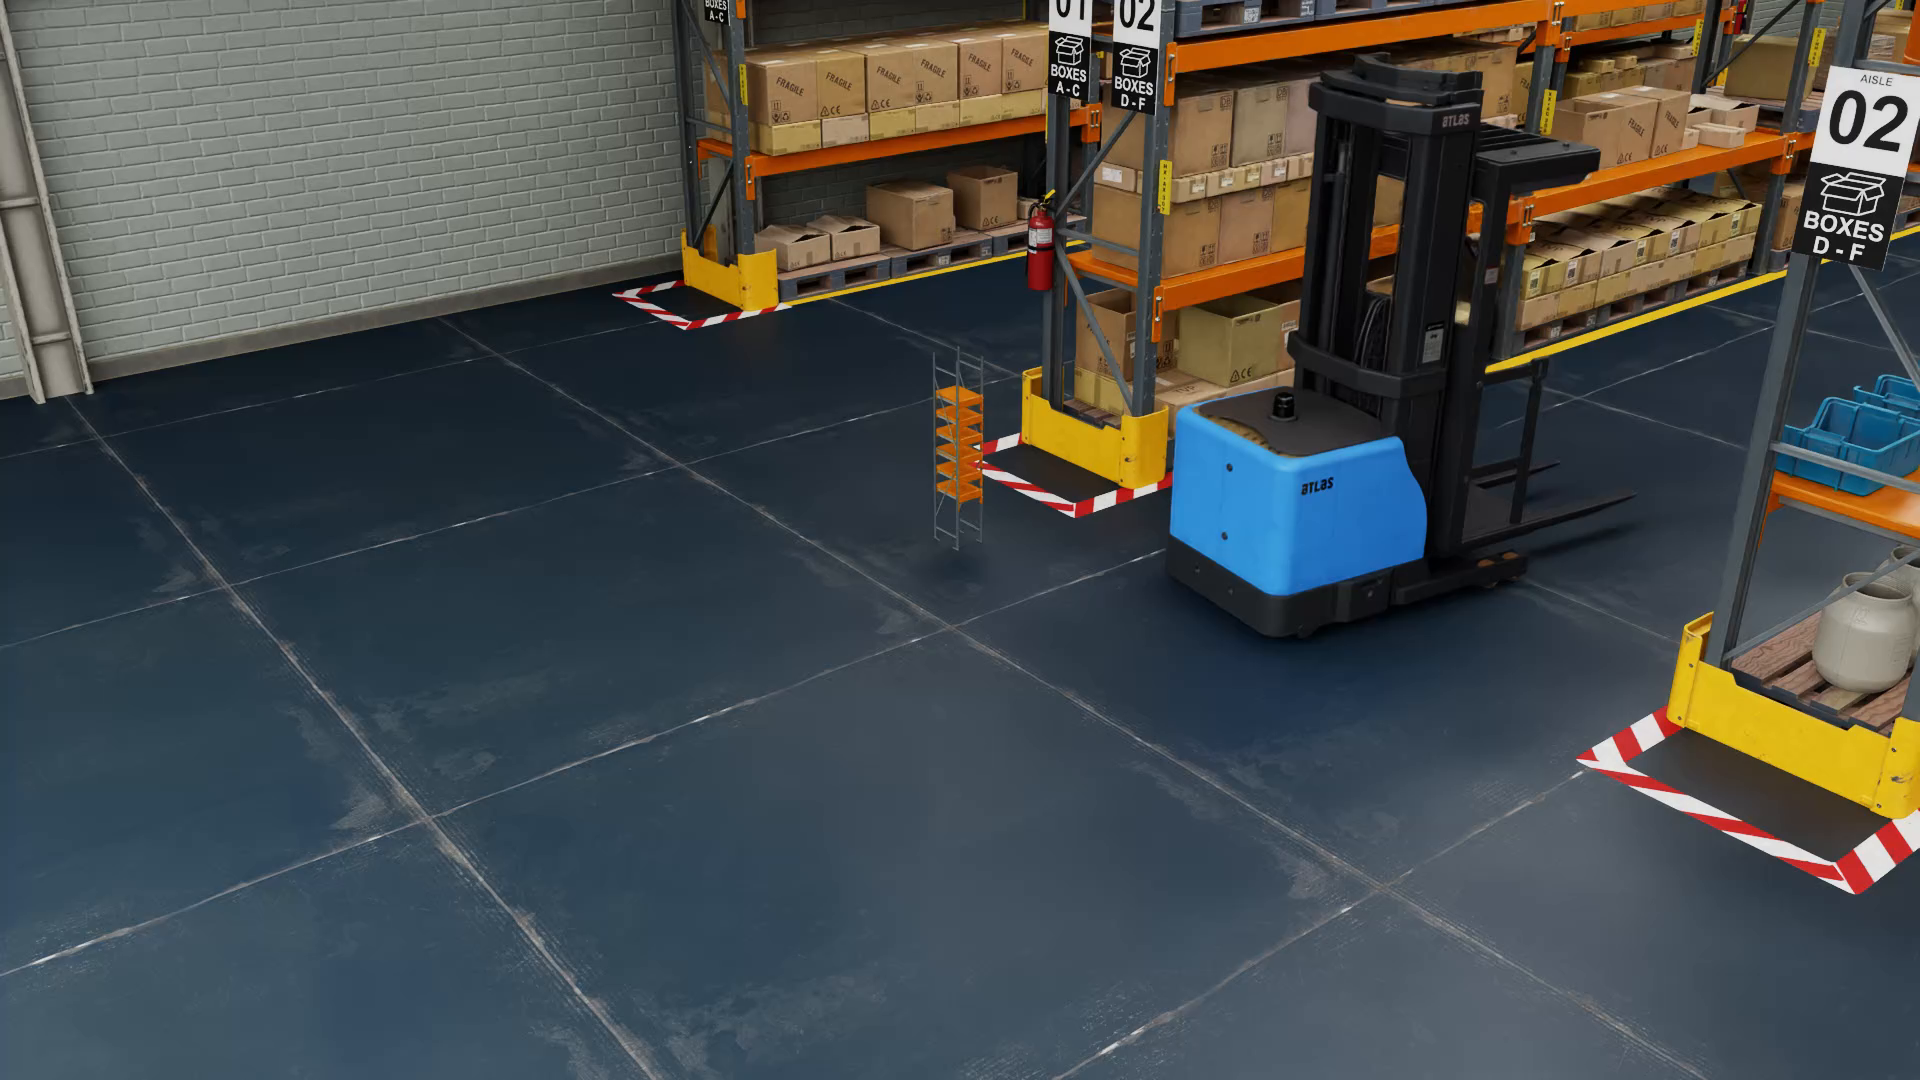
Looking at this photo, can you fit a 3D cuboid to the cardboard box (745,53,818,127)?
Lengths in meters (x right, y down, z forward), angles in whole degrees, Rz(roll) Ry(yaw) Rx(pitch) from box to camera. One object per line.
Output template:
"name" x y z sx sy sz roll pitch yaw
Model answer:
"cardboard box" -1.575 -3.875 14.301 0.500 0.500 0.500 -18 31 -34

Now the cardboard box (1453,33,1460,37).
"cardboard box" 5.509 -6.140 19.421 0.500 0.500 0.500 -18 31 -34

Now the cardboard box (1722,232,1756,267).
"cardboard box" 6.956 -2.734 15.344 0.500 0.250 0.500 -17 30 -33

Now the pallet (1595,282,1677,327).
"pallet" 5.588 -2.227 14.798 1.213 0.211 1.003 -18 31 -34

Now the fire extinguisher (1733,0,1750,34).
"fire extinguisher" 10.858 -7.408 23.184 0.183 0.674 0.296 -18 31 -34

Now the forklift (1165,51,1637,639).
"forklift" 2.735 -1.229 9.415 3.031 2.935 1.130 -13 28 -26

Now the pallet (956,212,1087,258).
"pallet" 0.505 -3.158 16.803 1.213 0.211 1.003 -18 31 -34

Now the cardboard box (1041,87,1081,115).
"cardboard box" 0.826 -4.326 16.163 0.500 0.250 0.500 -18 30 -34

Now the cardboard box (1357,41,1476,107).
"cardboard box" 3.330 -3.354 12.253 0.500 0.500 0.700 -18 31 -34

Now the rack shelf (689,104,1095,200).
"rack shelf" -0.562 -3.763 15.650 4.000 0.370 1.077 -18 31 -34

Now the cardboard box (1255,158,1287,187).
"cardboard box" 1.969 -2.499 11.181 0.250 0.149 0.380 -19 31 -35

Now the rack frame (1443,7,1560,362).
"rack frame" 4.072 -2.969 13.084 0.127 3.000 1.000 -18 31 -34

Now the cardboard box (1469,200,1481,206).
"cardboard box" 3.726 -2.897 12.810 0.500 0.500 0.700 -19 31 -35

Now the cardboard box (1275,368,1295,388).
"cardboard box" 2.268 -1.199 12.039 0.500 0.250 0.500 -18 31 -34

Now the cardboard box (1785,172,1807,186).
"cardboard box" 8.162 -3.235 16.104 0.500 0.500 0.500 -20 31 -36

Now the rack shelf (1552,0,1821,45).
"rack shelf" 5.646 -4.523 13.723 4.000 0.370 1.077 -18 31 -34

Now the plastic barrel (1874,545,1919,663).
"plastic barrel" 4.843 0.324 8.446 0.421 0.512 0.421 0 25 0

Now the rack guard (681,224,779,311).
"rack guard" -2.076 -2.456 14.947 0.348 0.500 1.175 -18 31 -34

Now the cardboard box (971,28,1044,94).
"cardboard box" 0.442 -4.533 15.718 0.500 0.500 0.500 -18 31 -34

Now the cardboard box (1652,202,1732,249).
"cardboard box" 6.554 -2.851 14.931 0.500 0.311 0.500 -19 31 -35

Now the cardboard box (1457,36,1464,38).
"cardboard box" 5.762 -5.954 19.790 0.250 0.149 0.380 -18 30 -34

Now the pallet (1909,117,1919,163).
"pallet" 4.689 -1.745 7.109 1.213 0.211 1.003 -18 31 -34

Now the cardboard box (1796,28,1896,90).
"cardboard box" 8.483 -4.619 16.022 0.500 0.500 0.700 -12 28 -24

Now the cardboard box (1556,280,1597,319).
"cardboard box" 4.945 -2.067 13.908 0.500 0.250 0.500 -17 30 -33

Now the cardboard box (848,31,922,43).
"cardboard box" -0.693 -4.438 15.513 0.500 0.500 0.500 -18 30 -33

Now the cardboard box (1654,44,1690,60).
"cardboard box" 9.777 -6.702 22.827 0.250 0.149 0.380 -17 30 -33

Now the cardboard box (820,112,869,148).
"cardboard box" -1.156 -3.672 14.753 0.500 0.250 0.500 -19 31 -36

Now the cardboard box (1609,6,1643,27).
"cardboard box" 8.322 -7.146 21.729 0.700 0.700 0.980 -19 31 -35

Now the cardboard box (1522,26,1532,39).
"cardboard box" 6.800 -6.275 20.482 0.250 0.149 0.380 -17 30 -32

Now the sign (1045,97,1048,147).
"sign" 0.600 -2.746 10.946 0.005 0.325 0.100 -18 31 -34

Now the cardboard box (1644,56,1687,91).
"cardboard box" 9.572 -6.438 23.029 0.500 0.500 0.700 -18 31 -34

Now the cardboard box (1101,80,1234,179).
"cardboard box" 1.341 -2.694 10.833 0.500 0.500 0.700 -18 30 -34

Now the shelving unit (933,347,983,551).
"shelving unit" -0.011 -0.540 9.989 0.189 1.200 0.258 -18 31 -34

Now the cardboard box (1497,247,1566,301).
"cardboard box" 4.551 -2.191 13.510 0.500 0.311 0.500 -18 30 -34

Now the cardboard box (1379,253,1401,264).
"cardboard box" 3.441 -1.933 12.729 0.500 0.500 0.500 -18 31 -34

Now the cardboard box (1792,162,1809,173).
"cardboard box" 8.218 -3.529 16.737 0.500 0.500 0.500 -20 31 -36

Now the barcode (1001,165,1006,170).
"barcode" 0.439 -3.759 16.853 0.075 0.075 0.001 -18 31 -34

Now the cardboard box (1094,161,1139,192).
"cardboard box" 1.107 -2.432 11.037 0.250 0.149 0.380 -19 31 -35

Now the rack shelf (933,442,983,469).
"rack shelf" -0.011 -0.500 10.008 0.180 0.103 0.258 -18 31 -34

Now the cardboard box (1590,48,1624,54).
"cardboard box" 8.745 -6.565 22.533 0.250 0.149 0.380 -19 31 -35

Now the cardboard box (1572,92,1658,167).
"cardboard box" 5.495 -3.475 14.056 0.500 0.500 0.500 -18 30 -34

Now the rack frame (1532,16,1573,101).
"rack frame" 7.307 -6.687 21.095 0.127 3.000 1.000 -18 31 -34

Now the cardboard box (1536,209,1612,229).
"cardboard box" 5.411 -2.762 14.739 0.500 0.311 0.500 -19 31 -35

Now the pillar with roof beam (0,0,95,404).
"pillar with roof beam" -4.184 -3.775 7.694 0.400 9.000 9.100 -18 31 -34

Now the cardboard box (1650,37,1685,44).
"cardboard box" 9.941 -6.961 23.385 0.250 0.149 0.380 -18 30 -34

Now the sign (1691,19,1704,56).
"sign" 6.877 -4.674 15.478 0.005 0.325 0.100 -18 31 -34

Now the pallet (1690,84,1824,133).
"pallet" 7.709 -4.120 15.793 1.003 0.211 1.213 -18 31 -34

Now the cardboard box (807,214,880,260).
"cardboard box" -1.087 -2.848 15.494 0.500 0.311 0.500 -15 29 -30

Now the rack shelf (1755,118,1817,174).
"rack shelf" 8.793 -4.201 16.594 4.000 0.370 1.077 -18 31 -34
